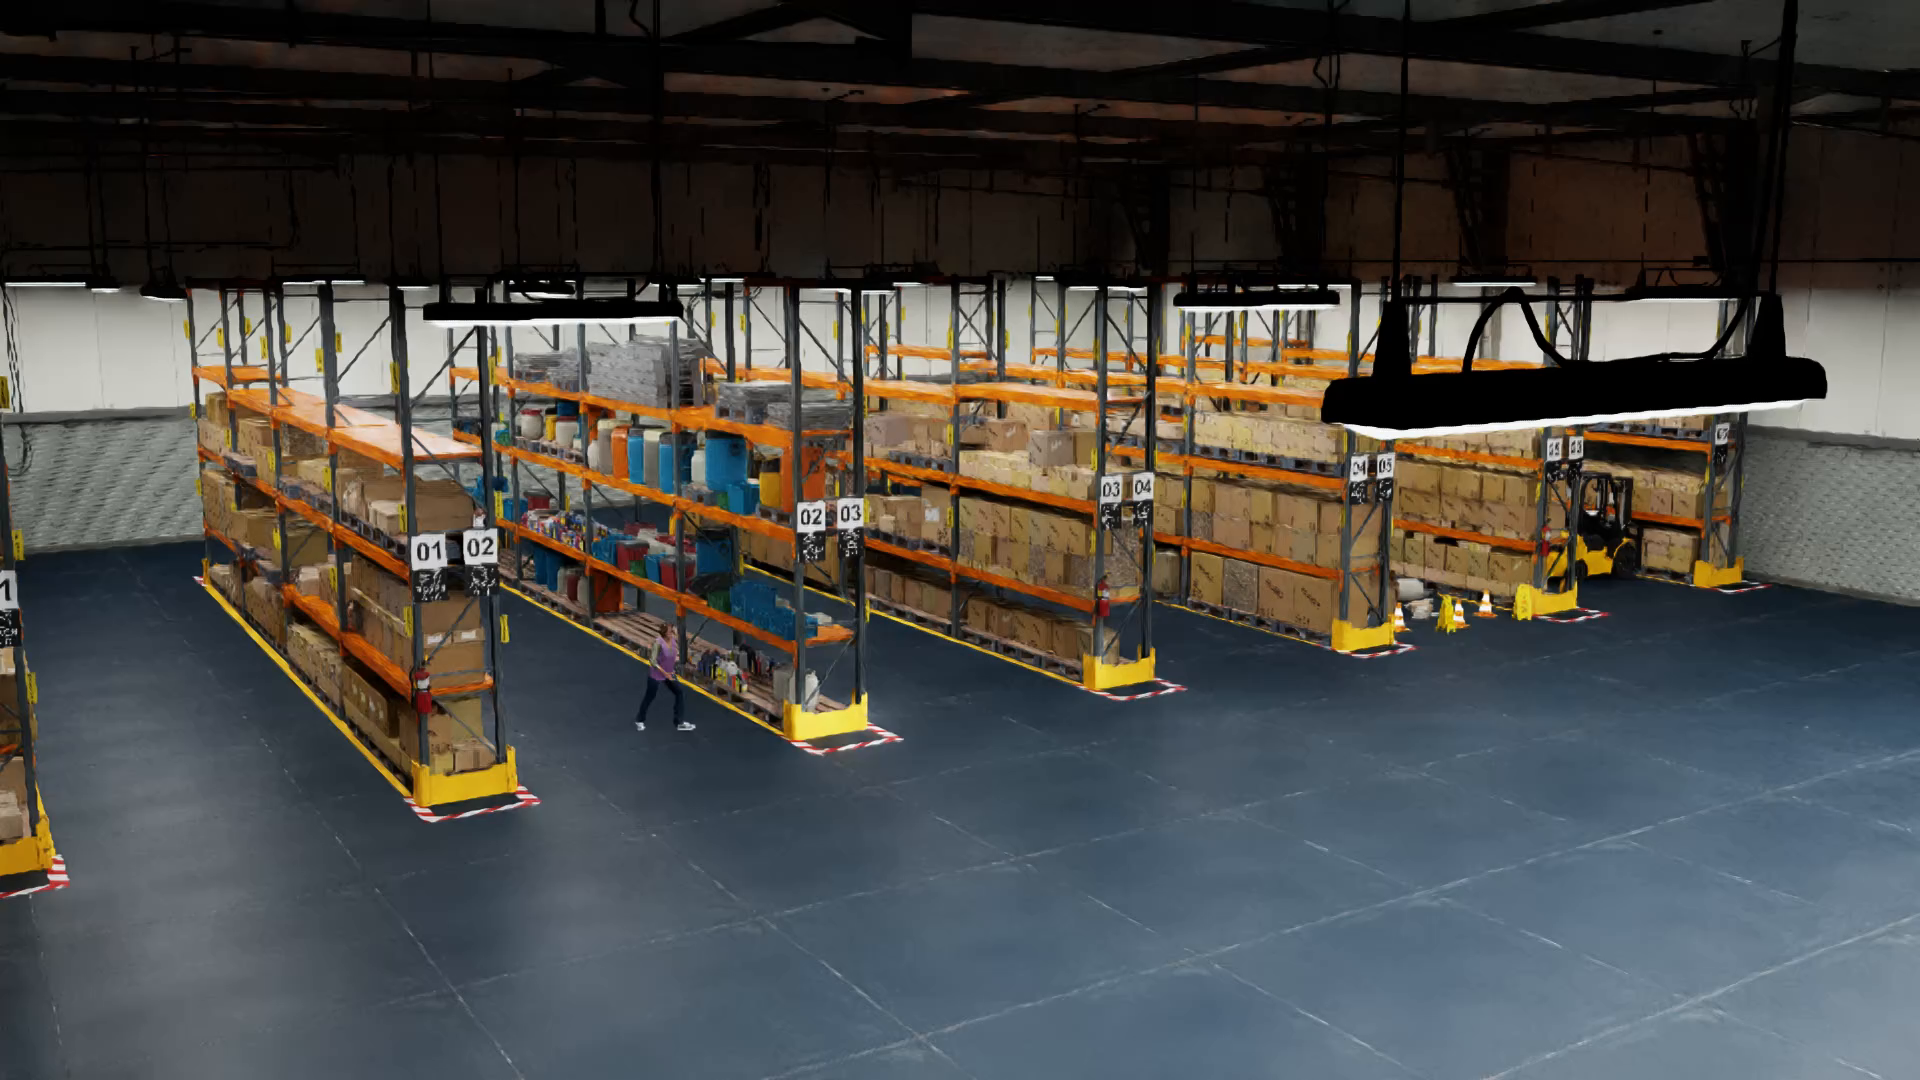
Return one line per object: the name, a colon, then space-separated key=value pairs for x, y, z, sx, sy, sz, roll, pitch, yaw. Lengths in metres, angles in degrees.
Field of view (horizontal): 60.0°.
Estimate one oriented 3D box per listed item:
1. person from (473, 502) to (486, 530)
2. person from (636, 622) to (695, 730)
person: x=-9.453 y=0.041 z=32.819 sx=0.503 sy=1.630 sz=0.904 roll=-1 pitch=10 yaw=-4
person: x=-4.036 y=1.844 z=22.488 sx=0.788 sy=1.488 sz=0.552 roll=8 pitch=12 yaw=39
